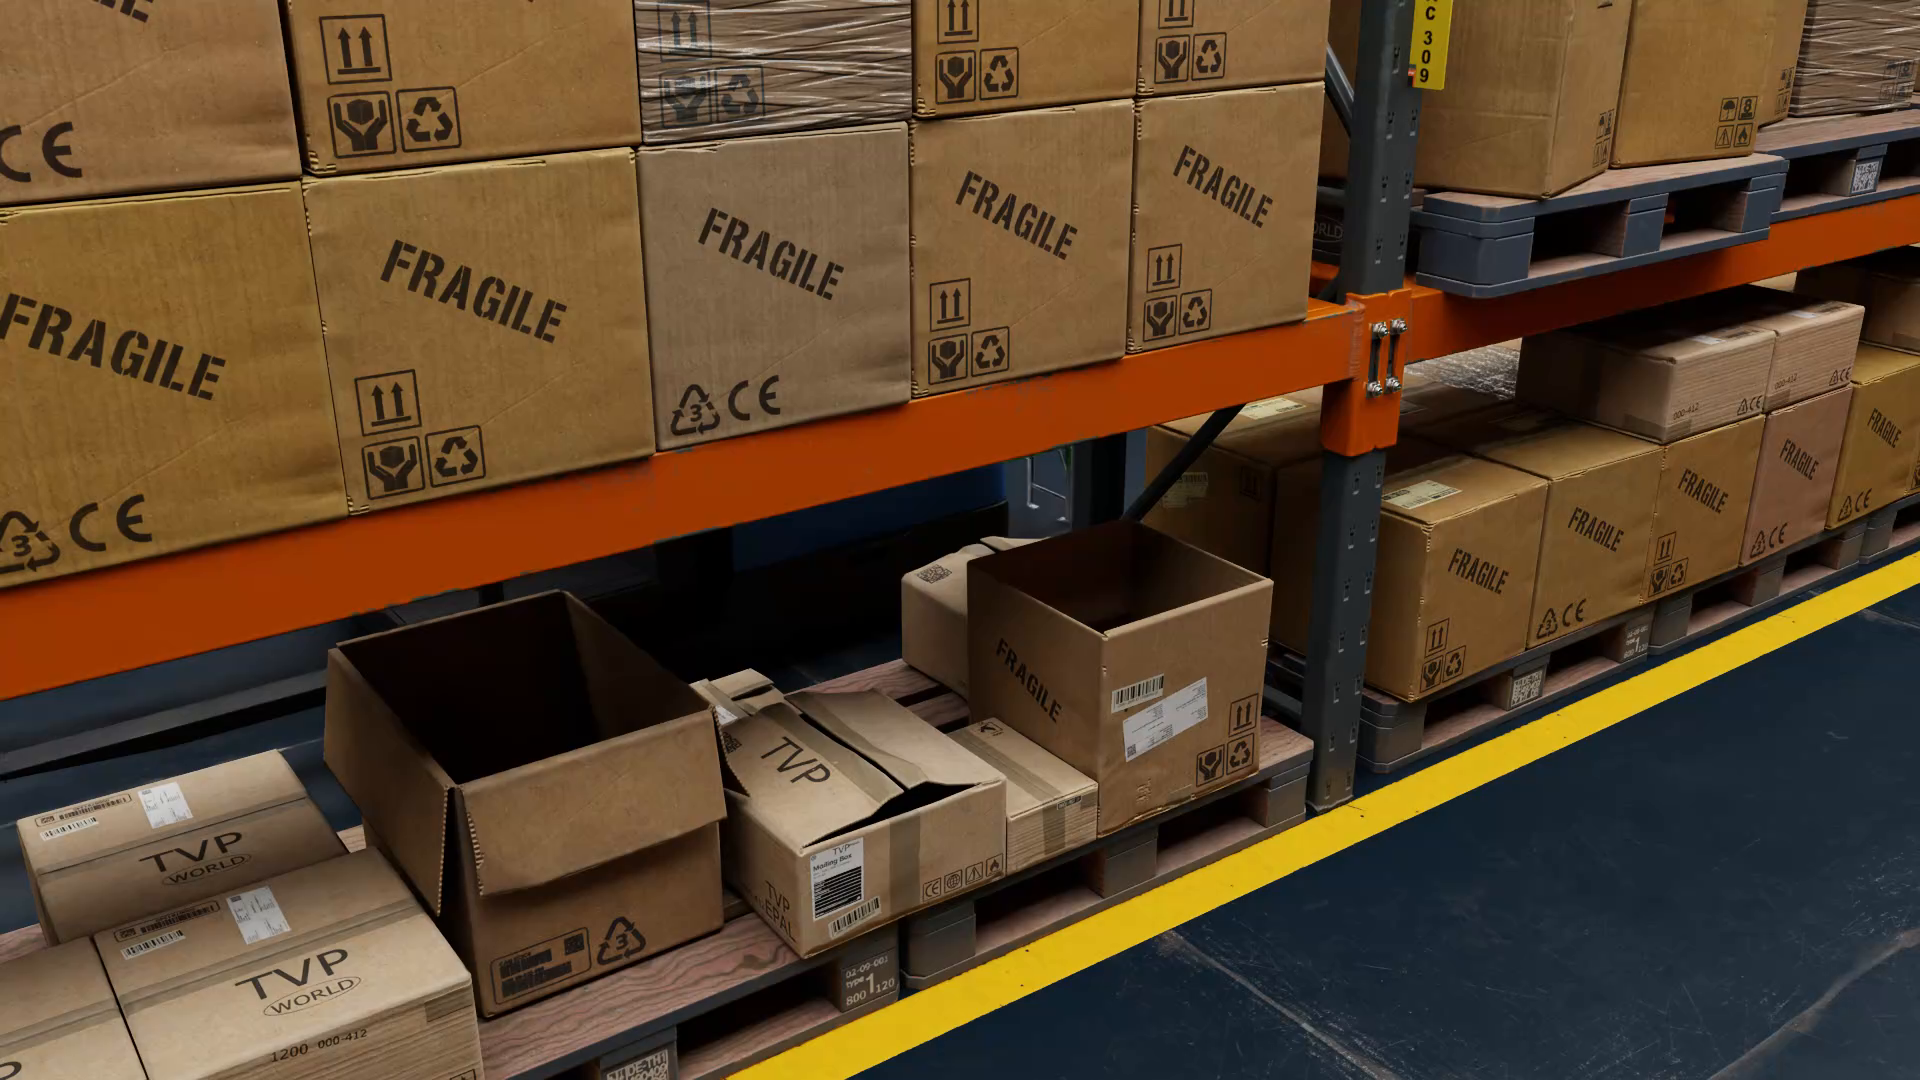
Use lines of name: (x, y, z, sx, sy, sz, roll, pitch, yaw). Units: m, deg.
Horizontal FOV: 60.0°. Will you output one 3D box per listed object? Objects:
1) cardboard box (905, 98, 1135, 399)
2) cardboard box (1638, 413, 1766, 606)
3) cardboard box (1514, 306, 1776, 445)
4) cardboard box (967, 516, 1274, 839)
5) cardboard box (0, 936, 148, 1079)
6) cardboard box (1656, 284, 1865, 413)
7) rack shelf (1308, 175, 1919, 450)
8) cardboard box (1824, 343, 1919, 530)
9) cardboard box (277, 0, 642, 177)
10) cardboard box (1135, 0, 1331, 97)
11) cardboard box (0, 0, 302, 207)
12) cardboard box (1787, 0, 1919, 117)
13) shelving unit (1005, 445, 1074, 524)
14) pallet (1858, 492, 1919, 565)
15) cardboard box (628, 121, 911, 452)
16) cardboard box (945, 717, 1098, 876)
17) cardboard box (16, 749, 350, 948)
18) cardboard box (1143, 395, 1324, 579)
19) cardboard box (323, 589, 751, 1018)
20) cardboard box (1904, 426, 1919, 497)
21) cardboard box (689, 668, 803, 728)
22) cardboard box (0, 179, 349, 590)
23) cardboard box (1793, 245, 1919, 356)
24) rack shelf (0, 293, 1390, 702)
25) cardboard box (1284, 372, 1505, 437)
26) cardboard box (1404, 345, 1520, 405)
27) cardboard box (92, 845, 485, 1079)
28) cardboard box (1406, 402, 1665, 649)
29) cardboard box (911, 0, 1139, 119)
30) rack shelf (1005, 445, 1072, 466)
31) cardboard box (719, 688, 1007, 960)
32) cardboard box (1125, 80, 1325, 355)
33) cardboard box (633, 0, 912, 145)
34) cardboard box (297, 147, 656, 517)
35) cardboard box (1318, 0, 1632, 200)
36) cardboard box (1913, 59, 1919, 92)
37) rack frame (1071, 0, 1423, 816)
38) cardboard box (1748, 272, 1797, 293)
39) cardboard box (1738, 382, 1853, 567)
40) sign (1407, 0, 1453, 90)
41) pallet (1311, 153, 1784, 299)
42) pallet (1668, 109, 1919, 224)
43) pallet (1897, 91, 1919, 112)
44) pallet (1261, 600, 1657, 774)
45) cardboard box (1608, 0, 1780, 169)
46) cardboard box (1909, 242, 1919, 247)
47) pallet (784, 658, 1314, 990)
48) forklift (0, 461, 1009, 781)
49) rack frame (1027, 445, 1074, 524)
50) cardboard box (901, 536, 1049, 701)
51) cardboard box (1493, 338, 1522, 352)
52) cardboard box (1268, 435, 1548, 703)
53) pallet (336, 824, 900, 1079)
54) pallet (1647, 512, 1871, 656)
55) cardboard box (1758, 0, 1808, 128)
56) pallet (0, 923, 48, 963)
cardboard box: (-0.017, -0.615, 3.255, 0.500, 0.500, 0.500, -14, 26, -31)
cardboard box: (2.028, -0.165, 5.043, 0.500, 0.500, 0.500, -15, 26, -32)
cardboard box: (2.004, -0.505, 4.883, 0.500, 0.250, 0.500, -15, 26, -33)
cardboard box: (0.360, 0.299, 3.878, 0.500, 0.500, 0.500, -15, 26, -33)
cardboard box: (-1.577, 0.932, 2.630, 0.500, 0.250, 0.500, -15, 26, -33)
cardboard box: (2.411, -0.614, 5.155, 0.500, 0.250, 0.500, -16, 26, -34)
rack shelf: (2.280, -0.965, 5.237, 4.000, 0.370, 1.077, -15, 26, -33)
cardboard box: (2.862, -0.390, 5.606, 0.500, 0.500, 0.500, -16, 27, -35)
cardboard box: (-0.835, -0.860, 2.520, 0.500, 0.500, 0.500, -15, 26, -33)
cardboard box: (0.398, -1.189, 3.346, 0.500, 0.500, 0.500, -15, 26, -33)
cardboard box: (-1.247, -0.750, 2.244, 0.500, 0.500, 0.500, -15, 26, -32)
cardboard box: (2.605, -1.662, 5.314, 0.500, 0.500, 0.700, -10, 24, -23)
shelving unit: (0.134, -0.599, 5.779, 0.503, 1.200, 0.258, -16, 27, -34)
pallet: (3.276, -0.286, 6.329, 1.213, 0.211, 1.003, -15, 26, -33)
cardboard box: (-0.432, -0.503, 2.975, 0.500, 0.500, 0.500, -14, 26, -32)
cardboard box: (0.091, 0.562, 3.694, 0.250, 0.149, 0.380, -15, 26, -33)
cardboard box: (-1.504, 0.684, 3.251, 0.500, 0.250, 0.500, -15, 26, -33)
cardboard box: (0.890, -0.102, 4.884, 0.500, 0.500, 0.500, -15, 26, -33)
cardboard box: (-0.865, 0.497, 3.377, 0.637, 0.503, 0.797, -15, 26, -33)
cardboard box: (3.282, -0.502, 5.886, 0.500, 0.500, 0.500, -14, 26, -31)
cardboard box: (-0.506, 0.462, 3.921, 0.250, 0.166, 0.380, -15, 26, -33)
cardboard box: (-1.251, -0.284, 2.427, 0.500, 0.500, 0.500, -15, 26, -33)
cardboard box: (3.239, -0.837, 5.713, 0.500, 0.250, 0.500, -14, 26, -31)
rack shelf: (-0.966, -0.099, 3.067, 4.000, 0.370, 1.077, -15, 26, -33)
cardboard box: (1.296, -0.207, 5.146, 0.500, 0.500, 0.500, -15, 26, -33)
cardboard box: (1.704, -0.315, 5.418, 0.500, 0.500, 0.500, -15, 26, -32)
cardboard box: (-1.171, 0.824, 2.901, 0.500, 0.250, 0.500, -15, 26, -33)
cardboard box: (1.618, -0.059, 4.777, 0.500, 0.500, 0.500, -14, 26, -32)
cardboard box: (-0.017, -1.078, 3.066, 0.500, 0.500, 0.500, -16, 27, -34)
rack shelf: (0.134, -0.317, 5.892, 0.480, 0.148, 0.258, -16, 27, -34)
cardboard box: (-0.249, 0.550, 3.506, 0.500, 0.311, 0.500, -15, 26, -33)
cardboard box: (0.401, -0.727, 3.536, 0.500, 0.500, 0.500, -14, 26, -32)
cardboard box: (-0.426, -0.969, 2.793, 0.500, 0.500, 0.500, -15, 26, -32)
cardboard box: (-0.844, -0.392, 2.696, 0.500, 0.500, 0.500, -15, 26, -32)
cardboard box: (1.172, -1.143, 4.011, 0.700, 0.500, 0.500, 14, 26, 32)
cardboard box: (3.459, -1.803, 5.666, 0.700, 0.500, 0.500, 14, 26, 32)
rack frame: (0.657, -0.866, 4.019, 0.127, 3.000, 1.000, -15, 26, -33)
cardboard box: (3.368, -0.762, 6.539, 0.500, 0.500, 0.500, -14, 26, -31)
cardboard box: (2.439, -0.275, 5.316, 0.500, 0.500, 0.500, -16, 27, -35)
sign: (0.980, -1.106, 3.454, 0.005, 0.325, 0.100, -15, 26, -33)
pallet: (1.369, -0.917, 4.406, 1.213, 0.211, 1.003, -15, 26, -33)
pallet: (2.328, -1.220, 5.166, 1.213, 0.211, 1.003, -15, 26, -33)
pallet: (3.395, -1.475, 5.804, 1.003, 0.211, 1.213, -15, 26, -33)
pallet: (1.295, 0.242, 5.006, 1.213, 0.211, 1.003, -15, 26, -33)
cardboard box: (1.693, -1.311, 4.432, 0.500, 0.500, 0.700, -10, 24, -25)
cardboard box: (4.185, -1.098, 6.986, 0.500, 0.311, 0.500, -14, 26, -31)
pallet: (0.099, 0.578, 4.164, 1.213, 0.211, 1.003, -15, 26, -33)
forklift: (-1.322, -1.023, 4.505, 3.031, 2.935, 1.130, -16, 27, -34)
rack frame: (0.329, -0.654, 5.916, 0.015, 1.200, 0.240, -16, 27, -34)
cardboard box: (0.190, 0.204, 4.371, 0.500, 0.311, 0.500, -15, 26, -33)
cardboard box: (2.115, -0.426, 5.696, 0.500, 0.500, 0.500, -16, 27, -35)
cardboard box: (1.192, 0.059, 4.479, 0.500, 0.500, 0.500, -16, 27, -35)
pallet: (-0.892, 0.843, 3.498, 1.213, 0.211, 1.003, -15, 26, -33)
pallet: (2.286, -0.024, 5.671, 1.213, 0.211, 1.003, -15, 26, -33)
cardboard box: (2.055, -1.508, 4.927, 0.700, 0.500, 0.500, 17, 27, 36)
pallet: (-1.882, 1.106, 2.841, 1.213, 0.211, 1.003, -15, 26, -33)
